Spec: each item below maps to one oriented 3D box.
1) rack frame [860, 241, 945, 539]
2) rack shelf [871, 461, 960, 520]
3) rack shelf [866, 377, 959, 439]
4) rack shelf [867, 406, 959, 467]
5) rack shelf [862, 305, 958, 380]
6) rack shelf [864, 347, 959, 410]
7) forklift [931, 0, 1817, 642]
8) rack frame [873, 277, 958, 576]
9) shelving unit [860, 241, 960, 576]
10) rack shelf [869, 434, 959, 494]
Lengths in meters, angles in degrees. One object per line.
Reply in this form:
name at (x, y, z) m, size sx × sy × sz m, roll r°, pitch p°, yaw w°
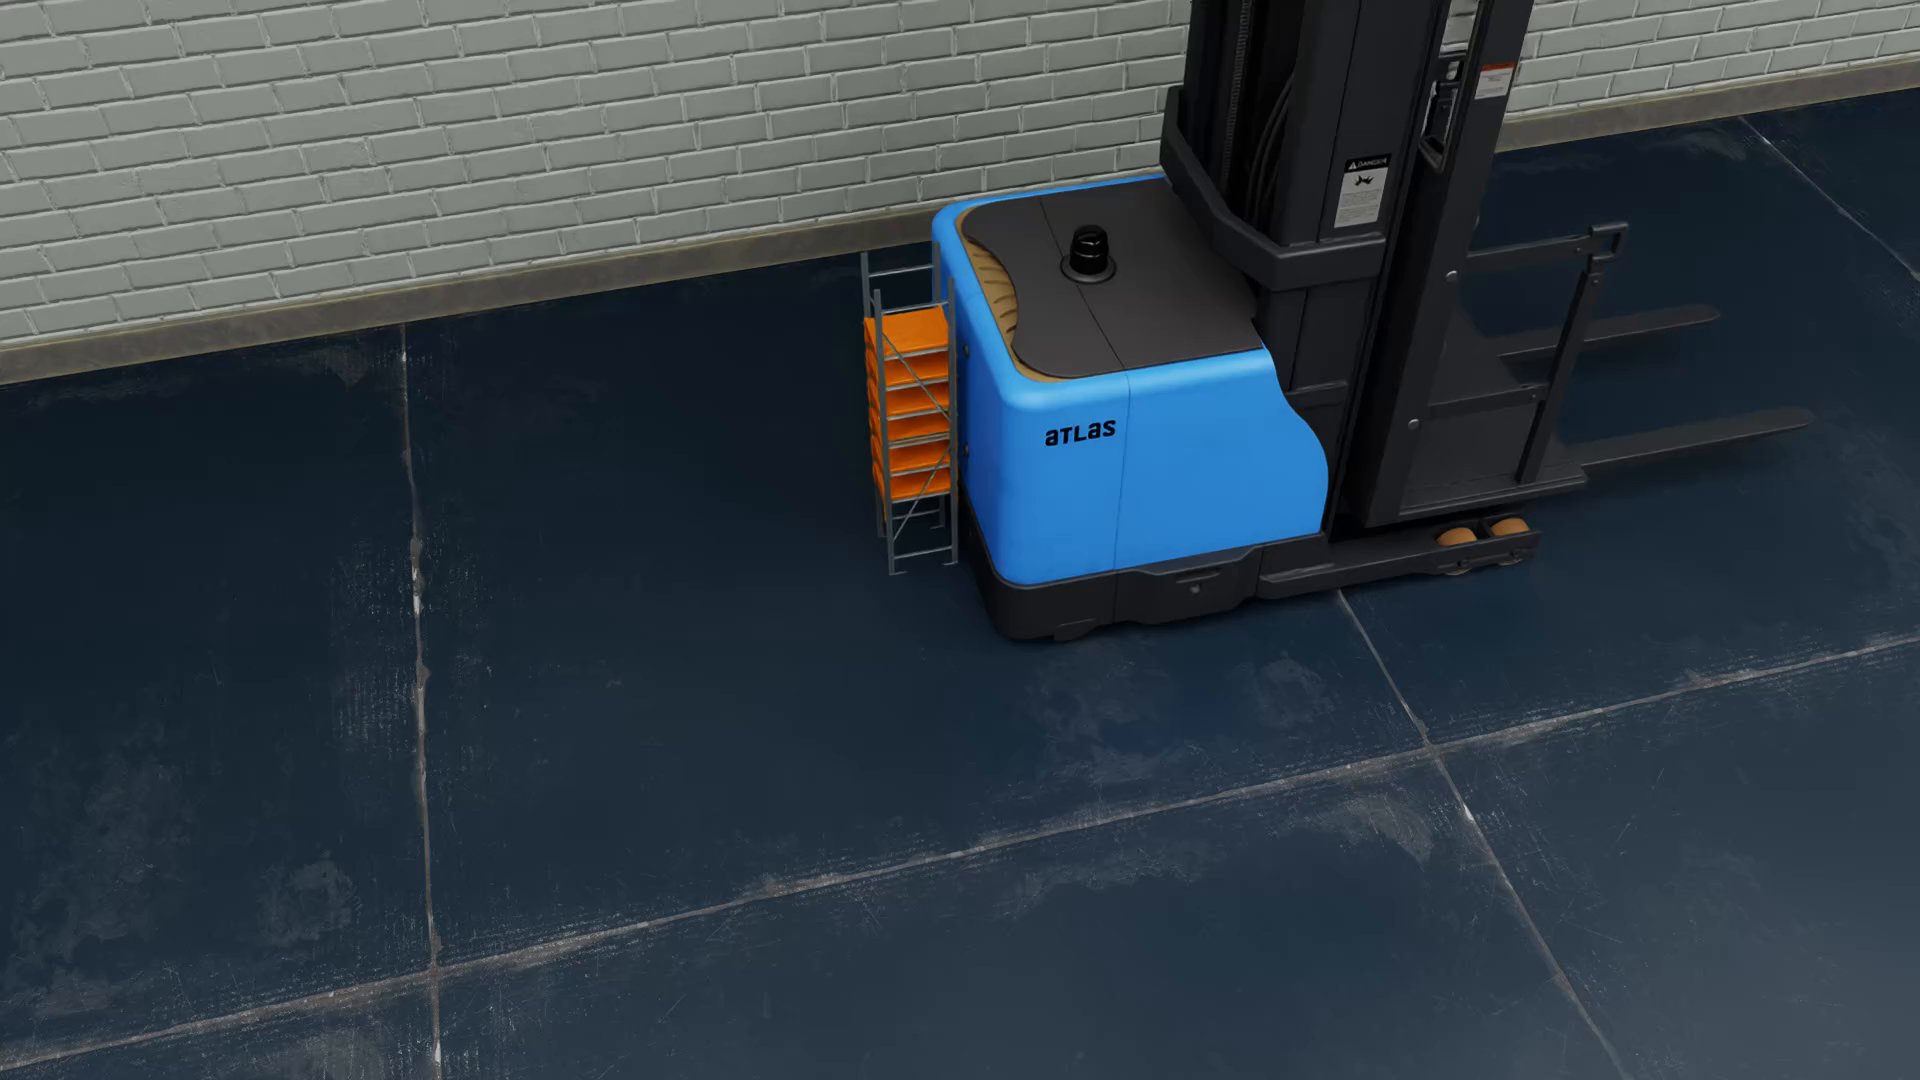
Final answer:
rack frame at (-0.172, -0.446, 5.346) m, size 0.240 × 1.200 × 0.006 m, roll -10°, pitch 46°, yaw -9°
rack shelf at (-0.148, -0.184, 5.487) m, size 0.258 × 0.103 × 0.180 m, roll -10°, pitch 46°, yaw -9°
rack shelf at (-0.151, -0.436, 5.230) m, size 0.258 × 0.103 × 0.180 m, roll -10°, pitch 46°, yaw -9°
rack shelf at (-0.150, -0.352, 5.316) m, size 0.258 × 0.103 × 0.180 m, roll -10°, pitch 46°, yaw -9°
rack shelf at (-0.152, -0.604, 5.058) m, size 0.258 × 0.103 × 0.180 m, roll -10°, pitch 46°, yaw -9°
rack shelf at (-0.151, -0.520, 5.144) m, size 0.258 × 0.103 × 0.180 m, roll -10°, pitch 46°, yaw -9°
forklift at (1.469, -1.265, 4.937) m, size 3.031 × 2.935 × 1.130 m, roll -10°, pitch 46°, yaw -10°
rack frame at (-0.128, -0.320, 5.222) m, size 0.240 × 1.200 × 0.006 m, roll -10°, pitch 46°, yaw -9°
shelving unit at (-0.150, -0.383, 5.284) m, size 0.258 × 1.200 × 0.189 m, roll -10°, pitch 46°, yaw -9°
rack shelf at (-0.149, -0.268, 5.402) m, size 0.258 × 0.103 × 0.180 m, roll -10°, pitch 46°, yaw -9°
